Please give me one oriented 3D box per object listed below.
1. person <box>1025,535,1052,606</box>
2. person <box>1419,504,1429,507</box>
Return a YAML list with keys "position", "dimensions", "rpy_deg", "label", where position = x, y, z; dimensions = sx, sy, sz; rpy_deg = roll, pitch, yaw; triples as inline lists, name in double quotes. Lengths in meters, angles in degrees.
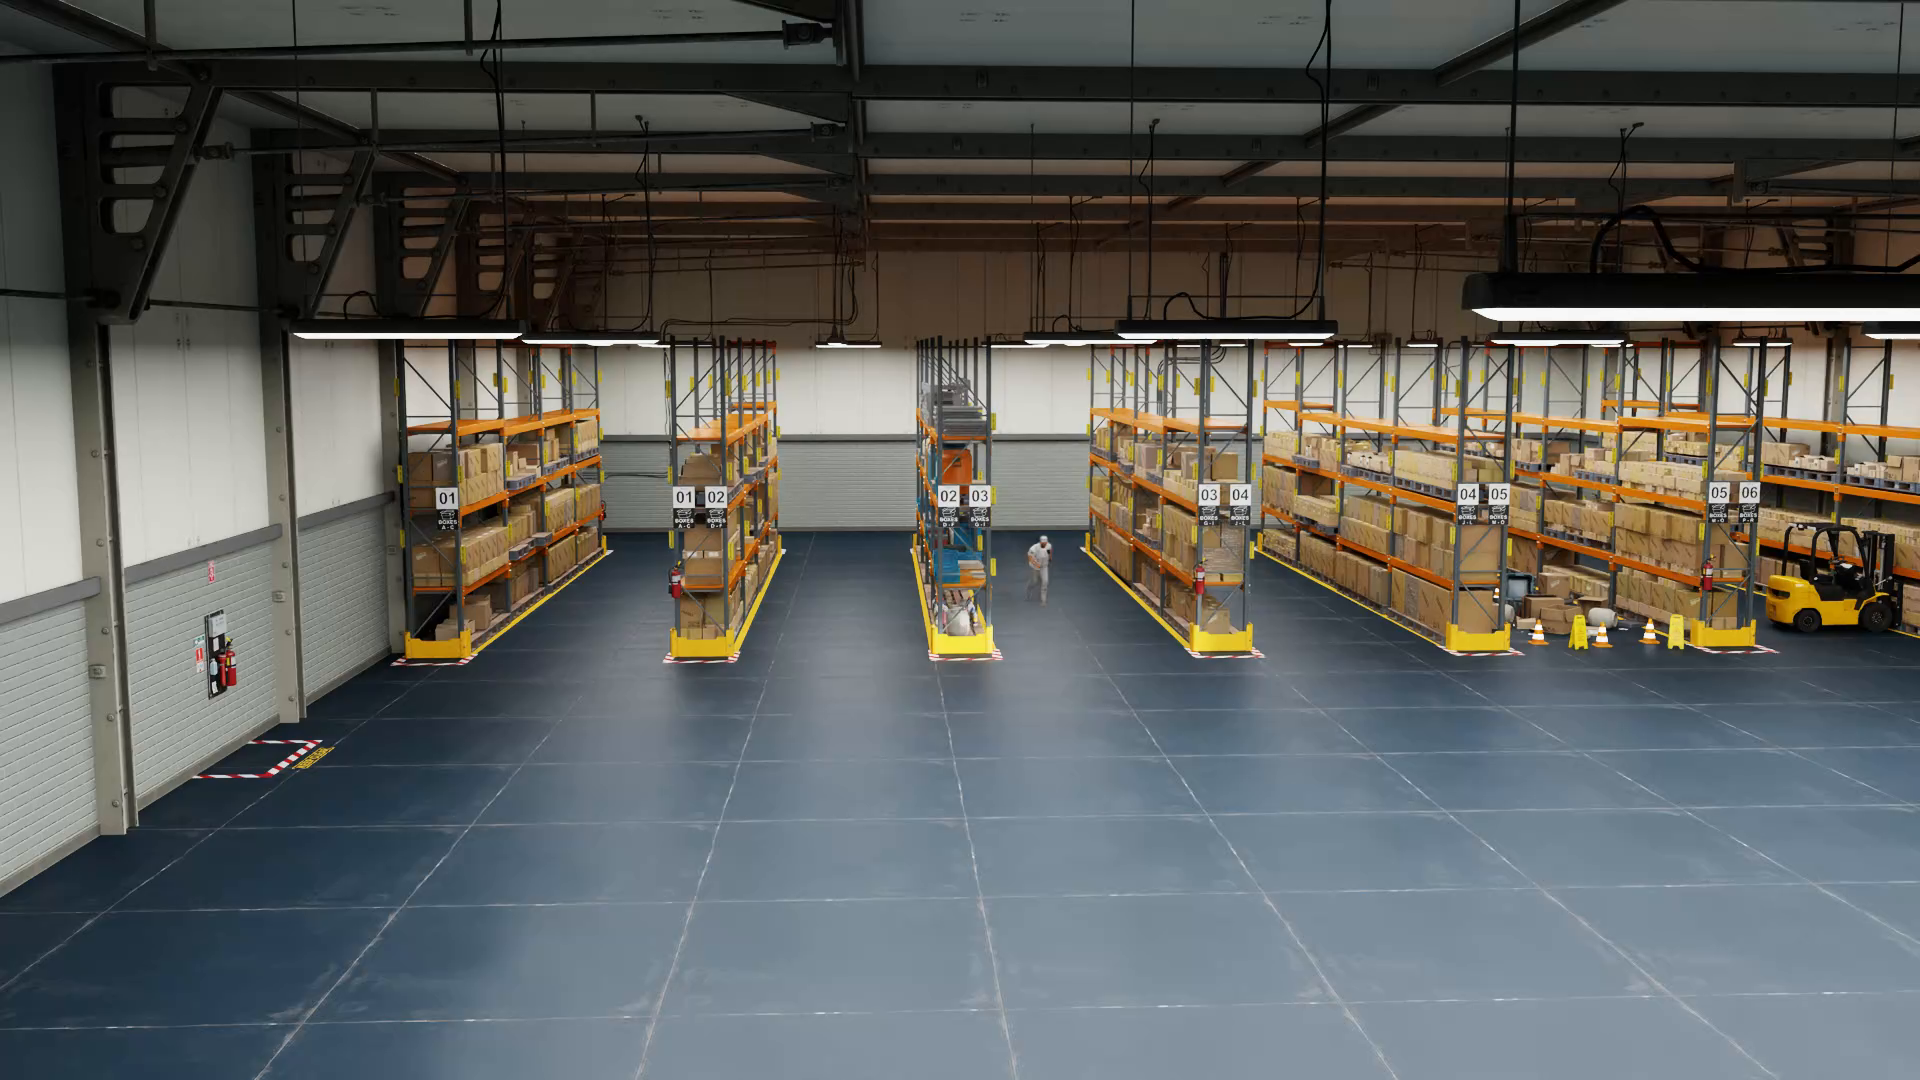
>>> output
- position: [1.774, 0.669, 37.815]
  dimensions: [0.642, 1.626, 1.024]
  rpy_deg: [-3, 7, -26]
  label: "person"
- position: [13.999, -0.732, 49.283]
  dimensions: [0.888, 1.786, 0.679]
  rpy_deg: [1, 7, 6]
  label: "person"
